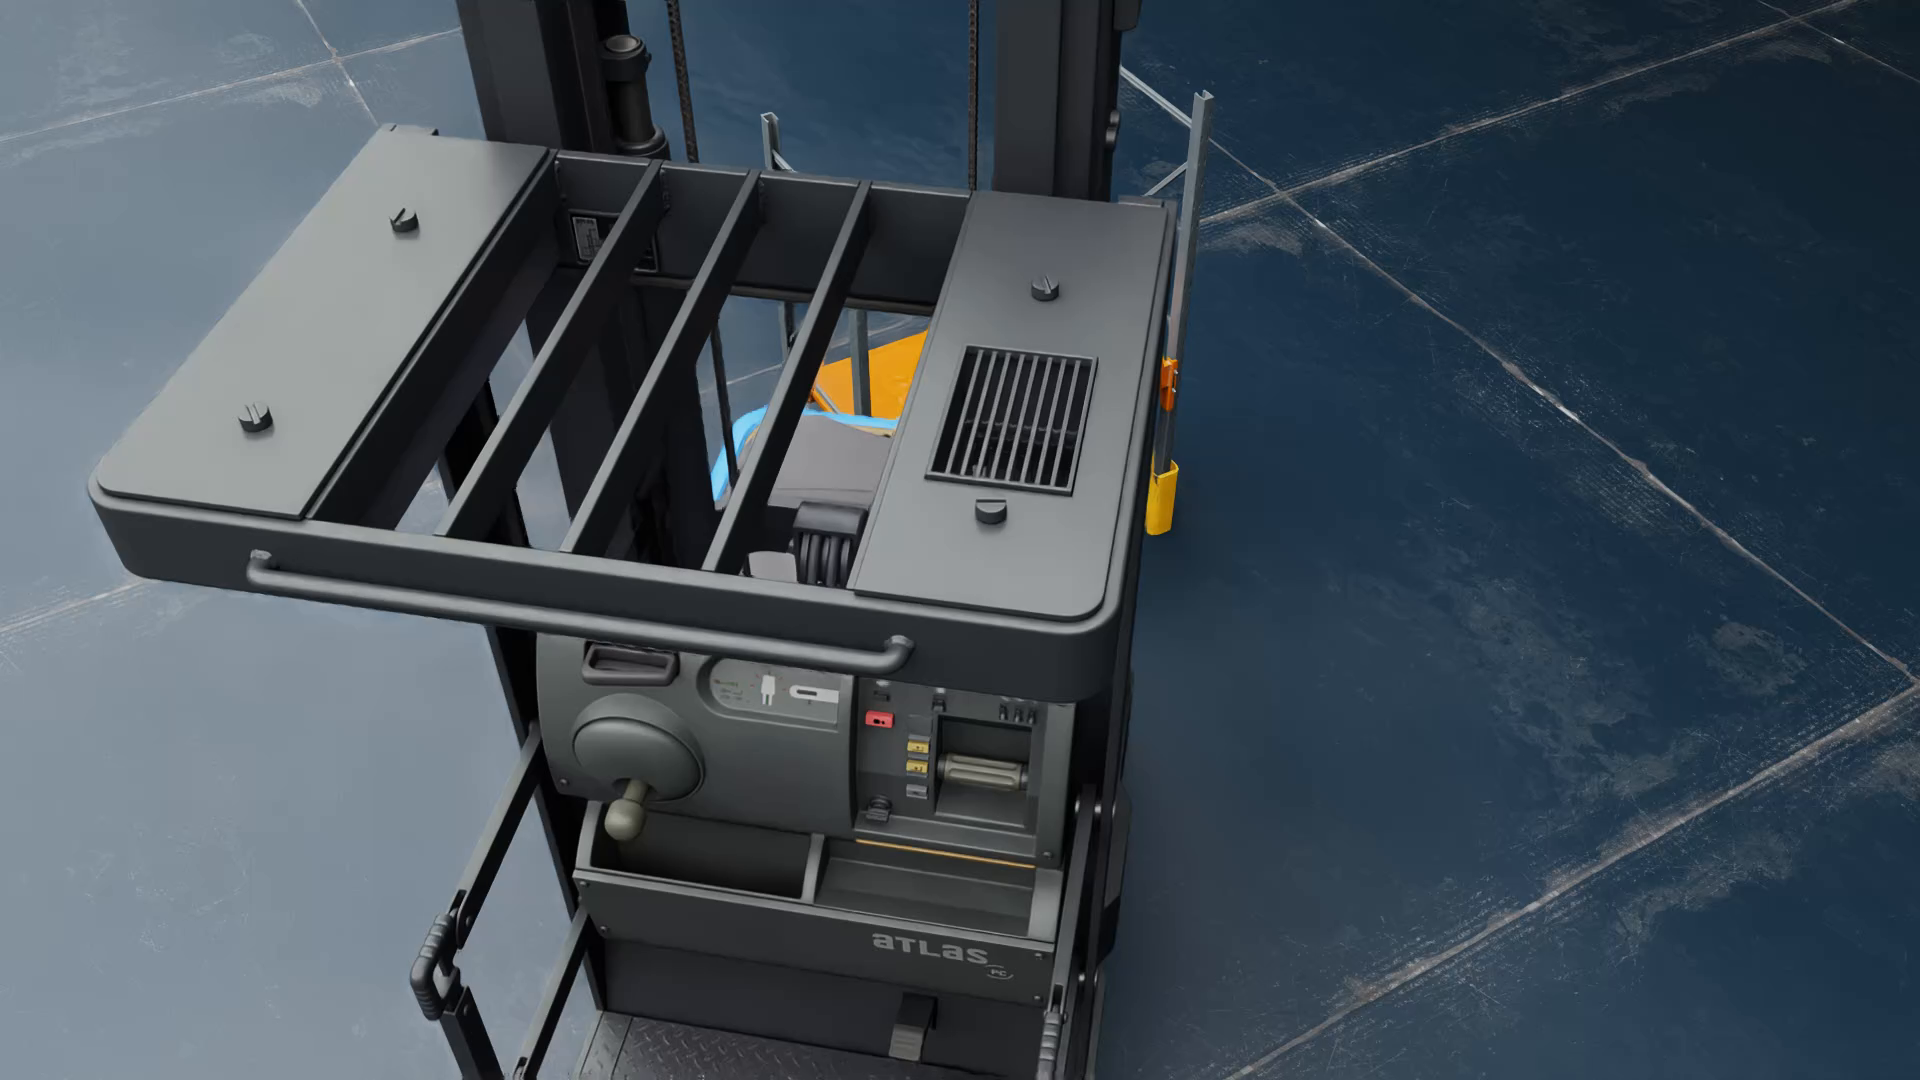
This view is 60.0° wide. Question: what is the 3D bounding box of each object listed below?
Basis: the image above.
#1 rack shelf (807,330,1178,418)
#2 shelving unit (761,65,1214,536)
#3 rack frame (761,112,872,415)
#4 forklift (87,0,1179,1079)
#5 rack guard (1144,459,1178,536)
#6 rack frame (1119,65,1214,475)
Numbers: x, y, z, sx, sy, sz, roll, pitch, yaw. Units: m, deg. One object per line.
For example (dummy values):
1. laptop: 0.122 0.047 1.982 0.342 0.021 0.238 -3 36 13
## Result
1. rack shelf: 0.074 -0.439 4.883 1.000 0.185 0.538 -22 48 -21
2. shelving unit: 0.066 -0.565 4.755 1.083 1.500 0.587 -22 48 -21
3. rack frame: -0.367 -0.391 4.576 0.032 1.500 0.500 -22 48 -21
4. forklift: -0.307 0.446 2.686 1.130 2.935 3.031 7 45 7
5. rack guard: 0.498 -0.289 5.368 0.087 0.250 0.587 -22 48 -21
6. rack frame: 0.515 -0.744 4.940 0.032 1.500 0.500 -22 48 -21
